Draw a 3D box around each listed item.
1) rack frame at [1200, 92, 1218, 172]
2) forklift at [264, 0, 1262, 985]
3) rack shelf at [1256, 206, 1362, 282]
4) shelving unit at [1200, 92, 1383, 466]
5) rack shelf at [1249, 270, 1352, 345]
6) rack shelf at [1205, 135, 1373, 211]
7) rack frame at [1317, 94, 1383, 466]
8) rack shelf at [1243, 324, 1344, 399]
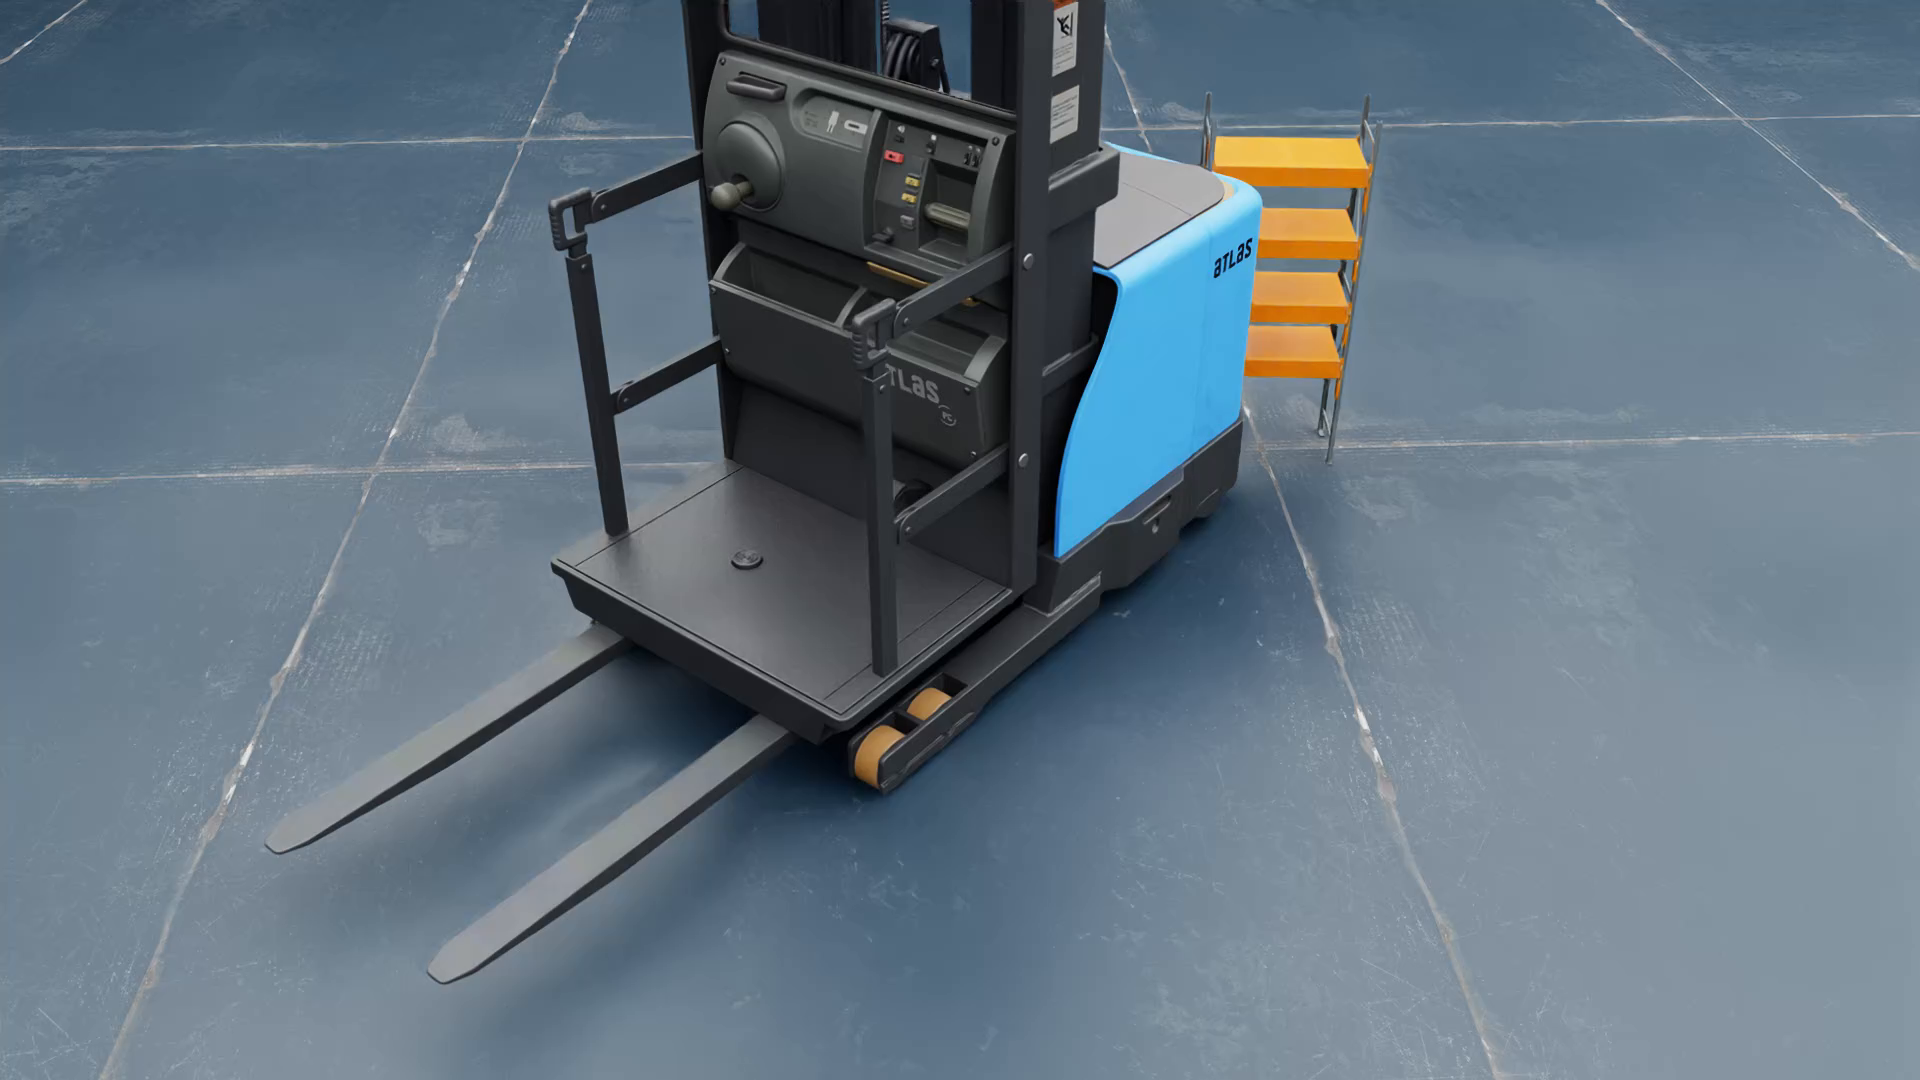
[{"bbox_3d":[0.764,-0.824,5.386,0.015,1.200,0.240,1,35,2],"label":"rack frame"},{"bbox_3d":[-0.408,-0.877,3.942,1.130,2.935,3.031,24,41,31],"label":"forklift"},{"bbox_3d":[1.008,-0.947,5.290,0.480,0.148,0.258,1,35,2],"label":"rack shelf"},{"bbox_3d":[1.008,-0.819,5.379,0.503,1.200,0.258,1,35,2],"label":"shelving unit"},{"bbox_3d":[1.008,-0.763,5.417,0.480,0.148,0.258,1,35,2],"label":"rack shelf"},{"bbox_3d":[1.008,-1.142,5.155,0.480,0.148,0.258,1,35,2],"label":"rack shelf"},{"bbox_3d":[1.252,-0.813,5.371,0.015,1.200,0.240,1,35,2],"label":"rack frame"},{"bbox_3d":[1.008,-0.600,5.530,0.480,0.148,0.258,1,35,2],"label":"rack shelf"}]
